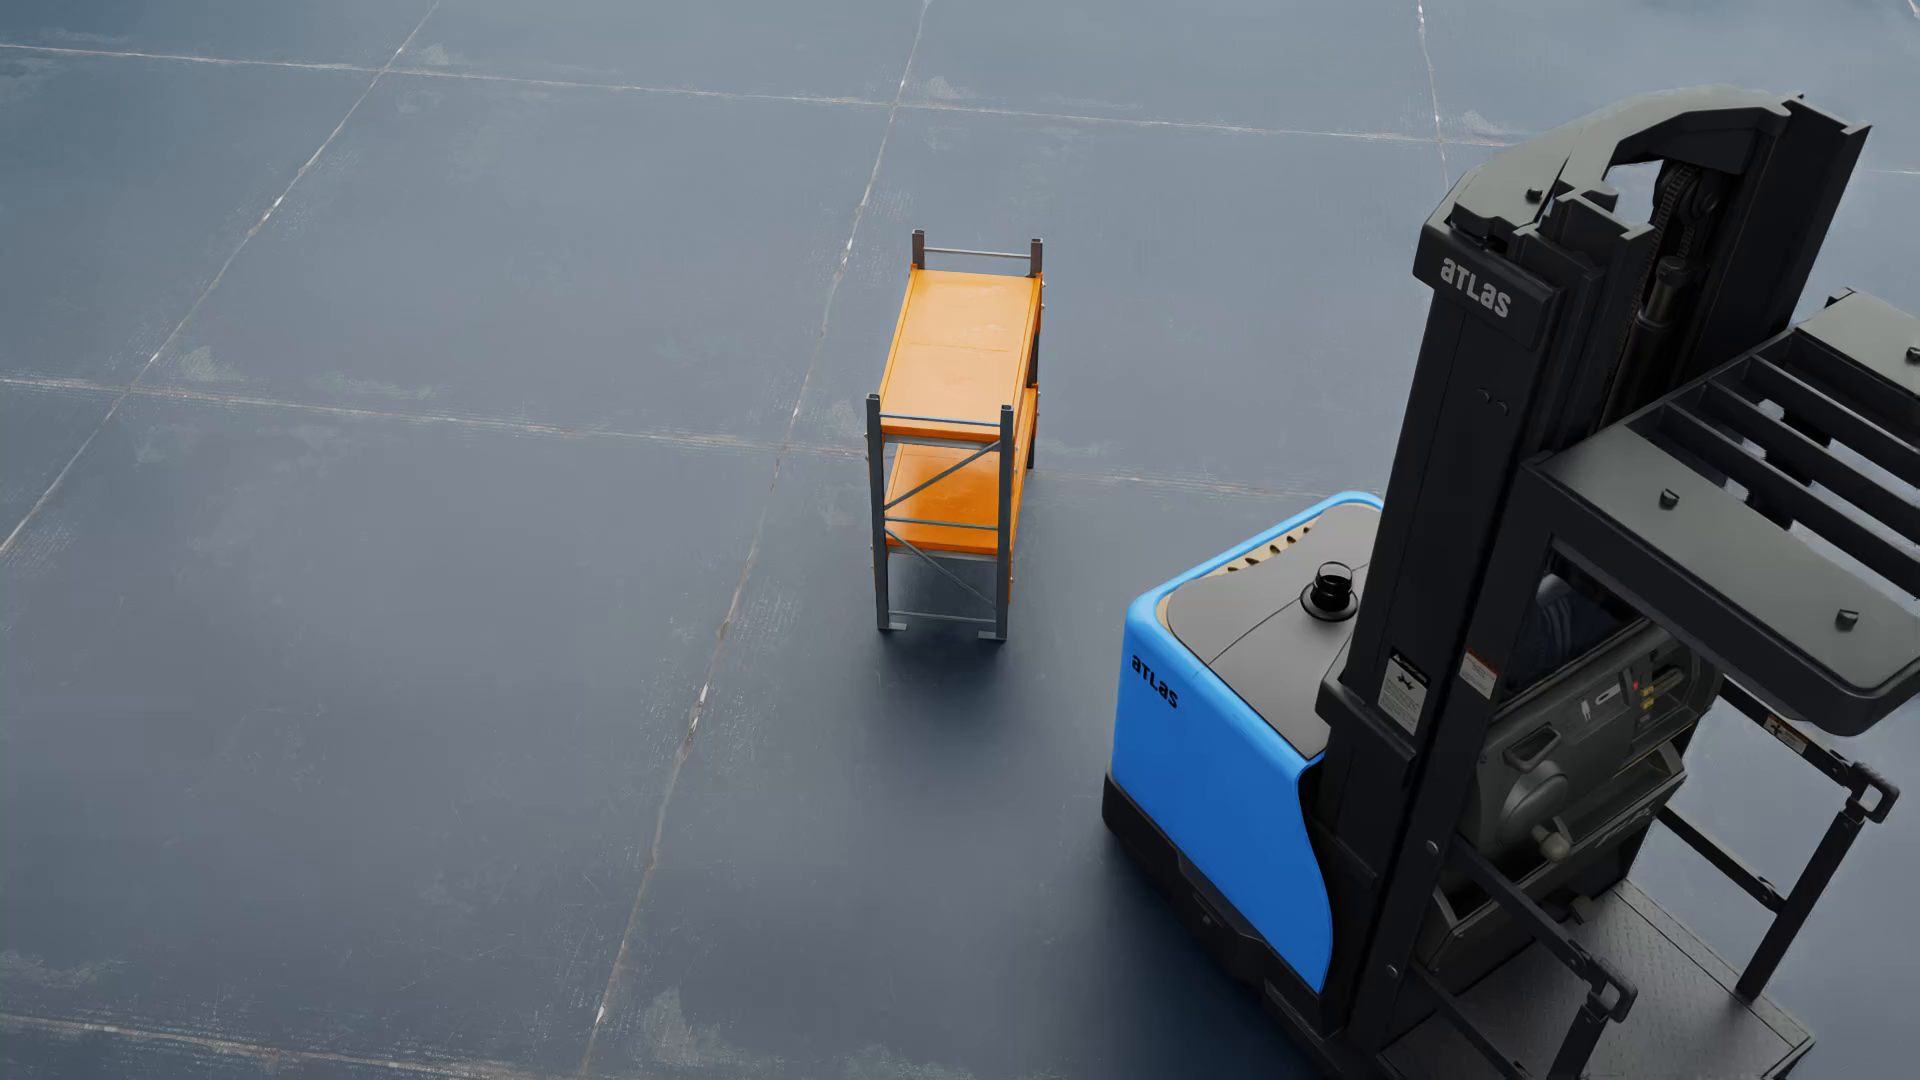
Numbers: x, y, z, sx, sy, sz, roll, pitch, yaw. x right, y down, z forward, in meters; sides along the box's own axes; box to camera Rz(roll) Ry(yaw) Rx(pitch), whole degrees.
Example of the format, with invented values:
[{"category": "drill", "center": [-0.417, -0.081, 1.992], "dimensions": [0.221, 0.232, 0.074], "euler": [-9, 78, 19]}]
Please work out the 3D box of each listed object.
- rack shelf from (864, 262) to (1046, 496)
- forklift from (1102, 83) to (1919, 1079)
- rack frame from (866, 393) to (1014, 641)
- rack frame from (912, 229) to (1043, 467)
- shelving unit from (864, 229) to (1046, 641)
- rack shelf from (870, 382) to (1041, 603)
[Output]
[{"category": "rack shelf", "center": [-0.001, -0.616, 6.157], "dimensions": [0.538, 0.278, 1.000], "euler": [5, 44, 6]}, {"category": "forklift", "center": [1.731, 0.555, 4.032], "dimensions": [1.130, 2.935, 3.031], "euler": [-25, 49, -24]}, {"category": "rack frame", "center": [-0.068, -0.057, 5.992], "dimensions": [0.500, 1.125, 0.032], "euler": [5, 44, 6]}, {"category": "rack frame", "center": [0.066, -0.750, 6.724], "dimensions": [0.500, 1.125, 0.032], "euler": [5, 44, 6]}, {"category": "shelving unit", "center": [-0.001, -0.404, 6.358], "dimensions": [0.538, 1.125, 1.048], "euler": [5, 44, 6]}, {"category": "rack shelf", "center": [-0.001, -0.226, 6.526], "dimensions": [0.538, 0.278, 1.000], "euler": [5, 44, 6]}]
